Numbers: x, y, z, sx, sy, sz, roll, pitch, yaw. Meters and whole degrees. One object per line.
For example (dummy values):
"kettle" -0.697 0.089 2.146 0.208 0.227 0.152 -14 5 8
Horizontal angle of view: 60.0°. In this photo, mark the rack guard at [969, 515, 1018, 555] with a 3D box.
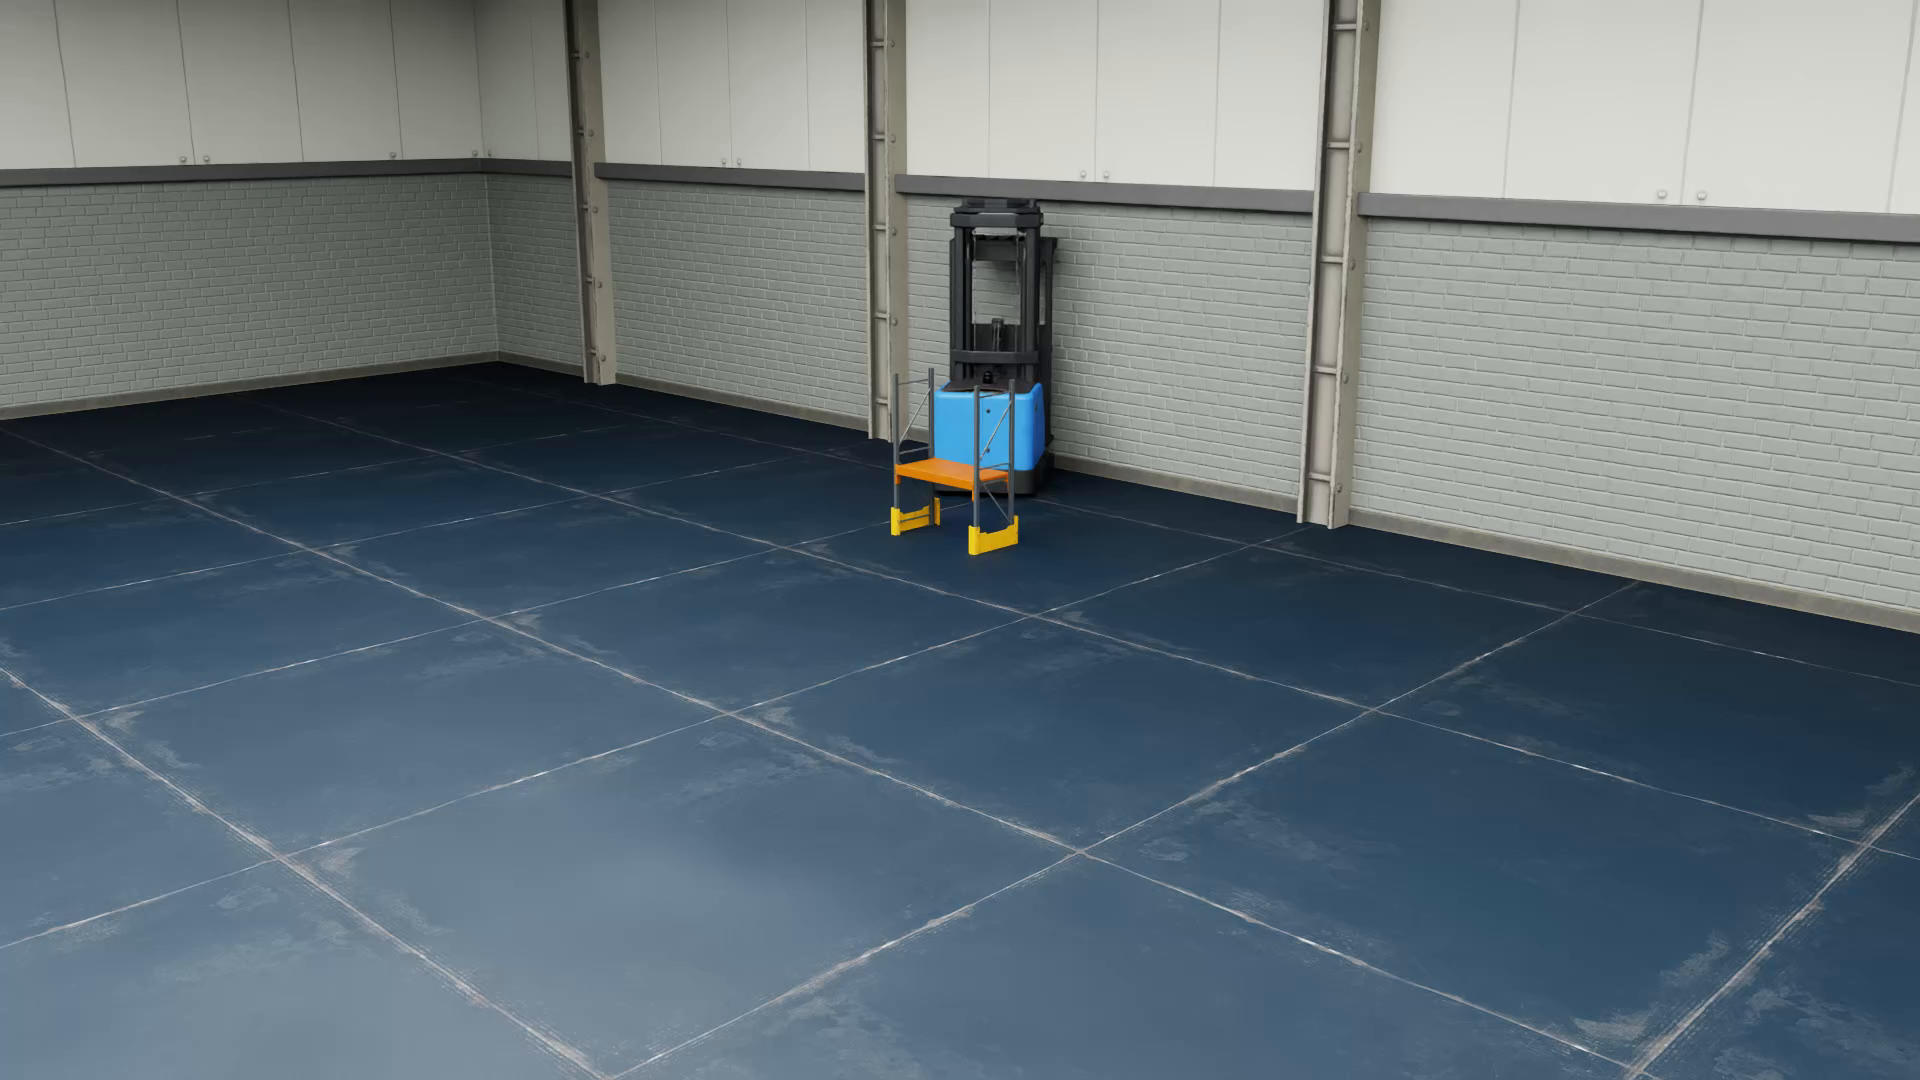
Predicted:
"rack guard" 0.304 -0.047 14.935 0.087 0.250 0.587 14 20 42

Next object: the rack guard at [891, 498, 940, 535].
"rack guard" -0.413 -0.221 15.604 0.087 0.250 0.587 14 20 42

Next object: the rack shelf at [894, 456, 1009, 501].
"rack shelf" -0.061 -0.567 15.164 1.000 0.185 0.538 14 20 42

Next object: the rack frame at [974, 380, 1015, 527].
"rack frame" 0.305 -0.652 14.777 0.032 1.500 0.500 14 20 42

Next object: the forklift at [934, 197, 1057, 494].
"forklift" 0.473 -2.207 17.908 1.130 2.935 3.031 2 15 9

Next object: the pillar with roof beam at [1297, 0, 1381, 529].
"pillar with roof beam" 0.479 -3.739 11.752 0.400 9.000 9.100 14 20 42

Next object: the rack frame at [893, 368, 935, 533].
"rack frame" -0.427 -0.830 15.460 0.032 1.500 0.500 14 20 42

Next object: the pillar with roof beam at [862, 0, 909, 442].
"pillar with roof beam" -3.840 -4.789 15.782 0.400 9.000 9.100 14 20 42

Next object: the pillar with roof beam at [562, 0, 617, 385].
"pillar with roof beam" -8.159 -5.839 19.812 0.400 9.000 9.100 14 20 42

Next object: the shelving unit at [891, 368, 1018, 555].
"shelving unit" -0.055 -0.739 15.112 1.083 1.500 0.587 14 20 42
